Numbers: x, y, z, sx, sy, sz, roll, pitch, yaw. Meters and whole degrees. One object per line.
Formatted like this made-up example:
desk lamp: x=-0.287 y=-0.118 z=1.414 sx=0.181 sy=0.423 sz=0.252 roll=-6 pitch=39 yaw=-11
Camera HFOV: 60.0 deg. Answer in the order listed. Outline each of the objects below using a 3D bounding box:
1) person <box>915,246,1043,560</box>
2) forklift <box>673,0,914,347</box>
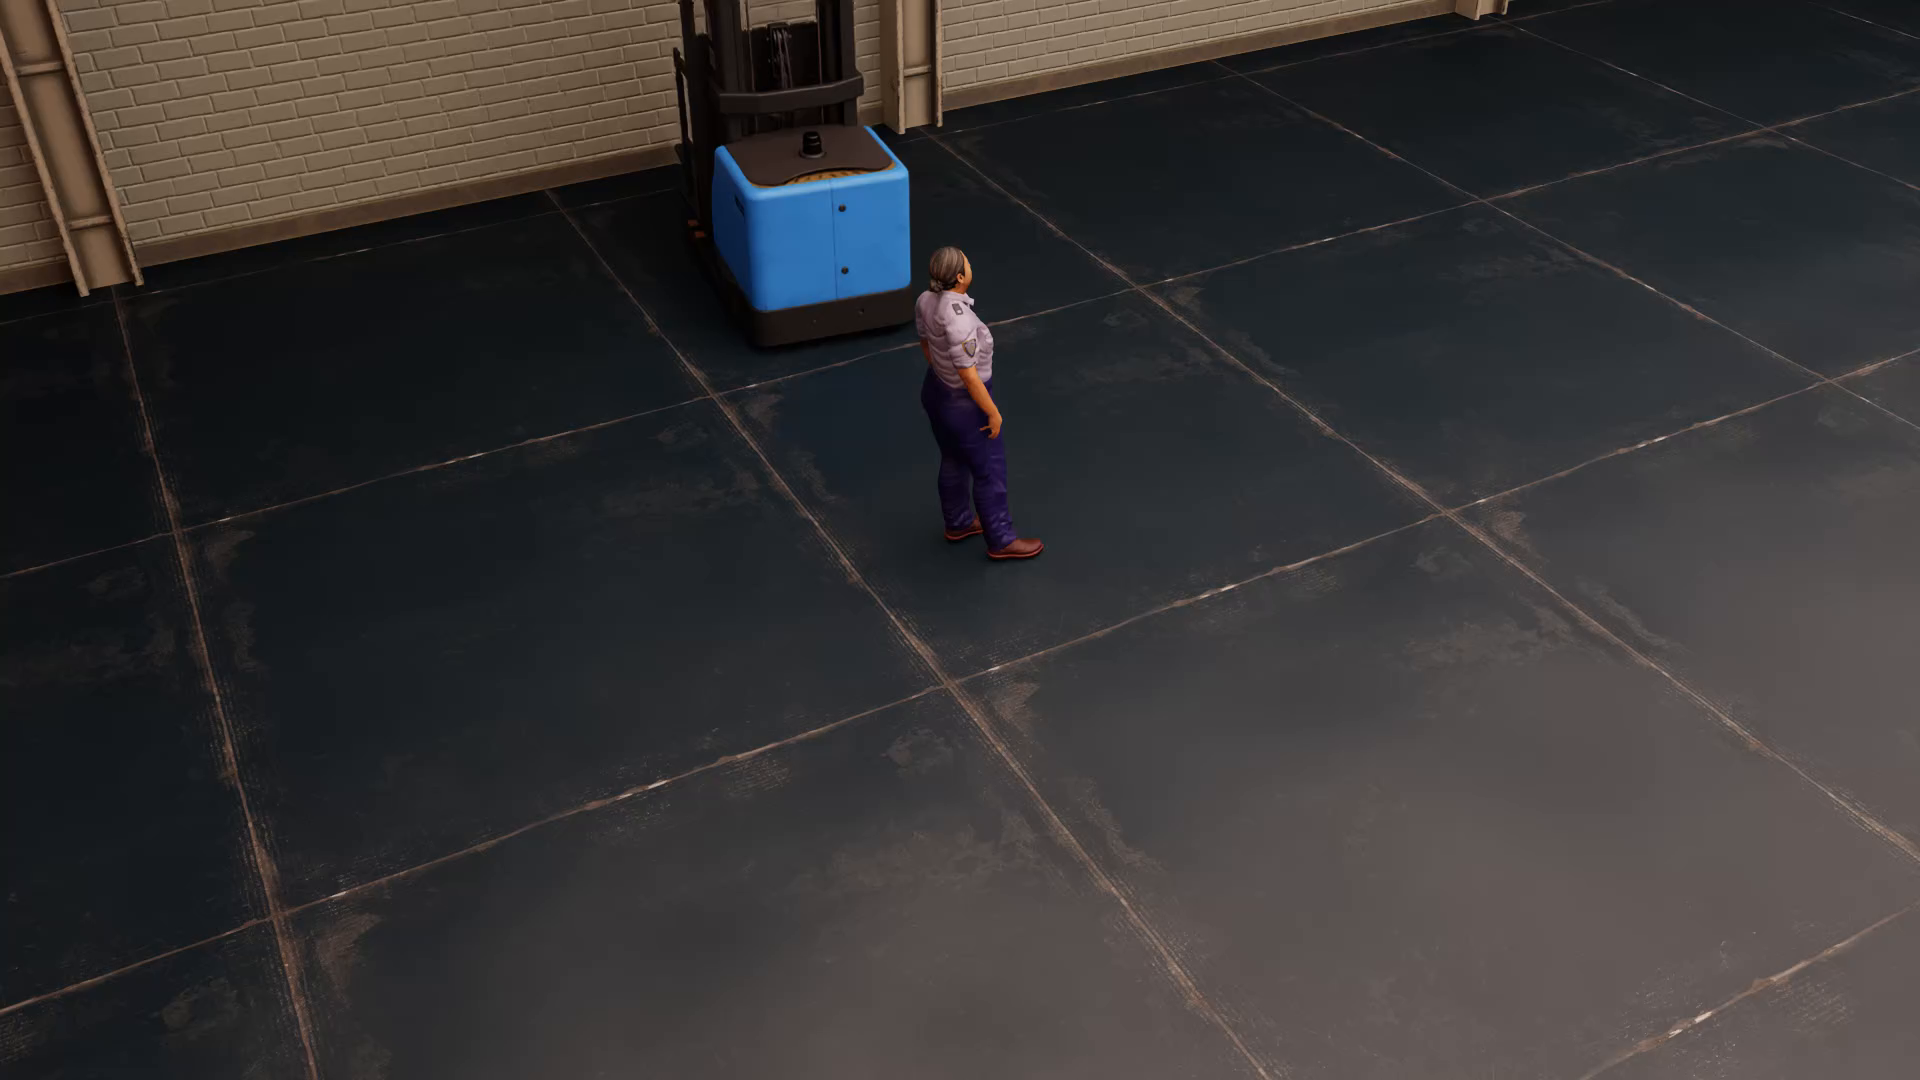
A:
person: x=0.089 y=-0.692 z=8.201 sx=0.503 sy=1.650 sz=0.599 roll=-17 pitch=39 yaw=-23
forklift: x=-1.287 y=-3.232 z=10.695 sx=1.130 sy=2.935 sz=3.031 roll=-12 pitch=37 yaw=-17
